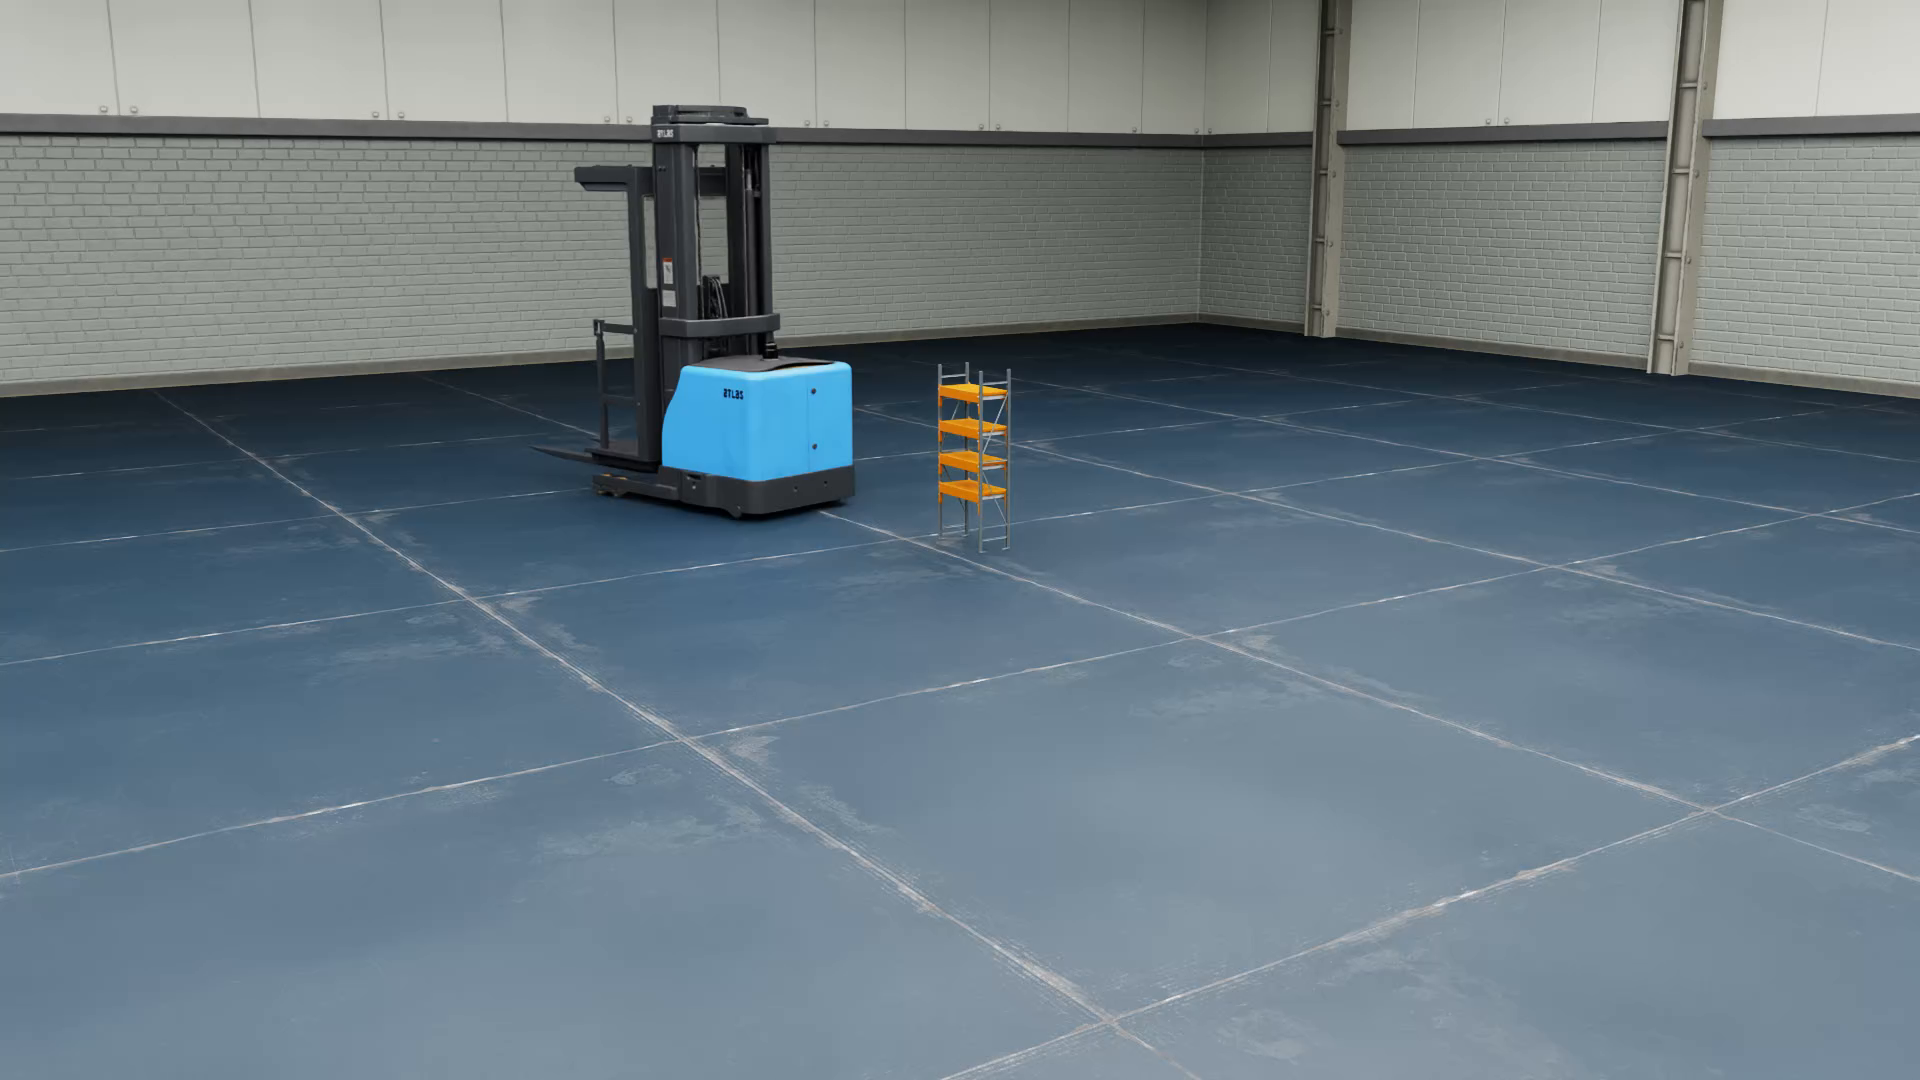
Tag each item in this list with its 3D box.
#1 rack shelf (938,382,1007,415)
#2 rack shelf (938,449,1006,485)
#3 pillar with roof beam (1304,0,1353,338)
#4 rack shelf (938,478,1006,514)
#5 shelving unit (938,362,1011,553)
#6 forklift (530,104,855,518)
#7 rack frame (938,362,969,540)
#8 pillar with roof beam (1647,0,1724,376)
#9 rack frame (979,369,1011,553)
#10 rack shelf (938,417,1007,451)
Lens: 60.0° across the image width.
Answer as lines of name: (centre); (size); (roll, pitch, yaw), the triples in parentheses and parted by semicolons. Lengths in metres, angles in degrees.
rack shelf: (0.092, -0.941, 11.015); (0.258, 0.148, 0.480); (-8, 15, -33)
rack shelf: (0.092, -0.491, 11.113); (0.258, 0.148, 0.480); (-8, 15, -33)
pillar with roof beam: (2.016, -7.055, 22.559); (9.100, 9.000, 0.400); (-8, 15, -33)
rack shelf: (0.092, -0.297, 11.156); (0.258, 0.148, 0.480); (-8, 15, -33)
shelving unit: (0.092, -0.557, 11.099); (0.258, 1.200, 0.503); (-8, 15, -33)
forklift: (-2.232, -1.832, 12.878); (3.031, 2.935, 1.130); (11, 16, 40)
rack frame: (-0.043, -0.600, 11.297); (0.240, 1.200, 0.015); (-8, 15, -33)
pillar with roof beam: (5.341, -5.988, 17.679); (9.100, 9.000, 0.400); (-8, 15, -33)
rack frame: (0.227, -0.513, 10.901); (0.240, 1.200, 0.015); (-8, 15, -33)
rack shelf: (0.092, -0.710, 11.066); (0.258, 0.148, 0.480); (-8, 15, -33)
